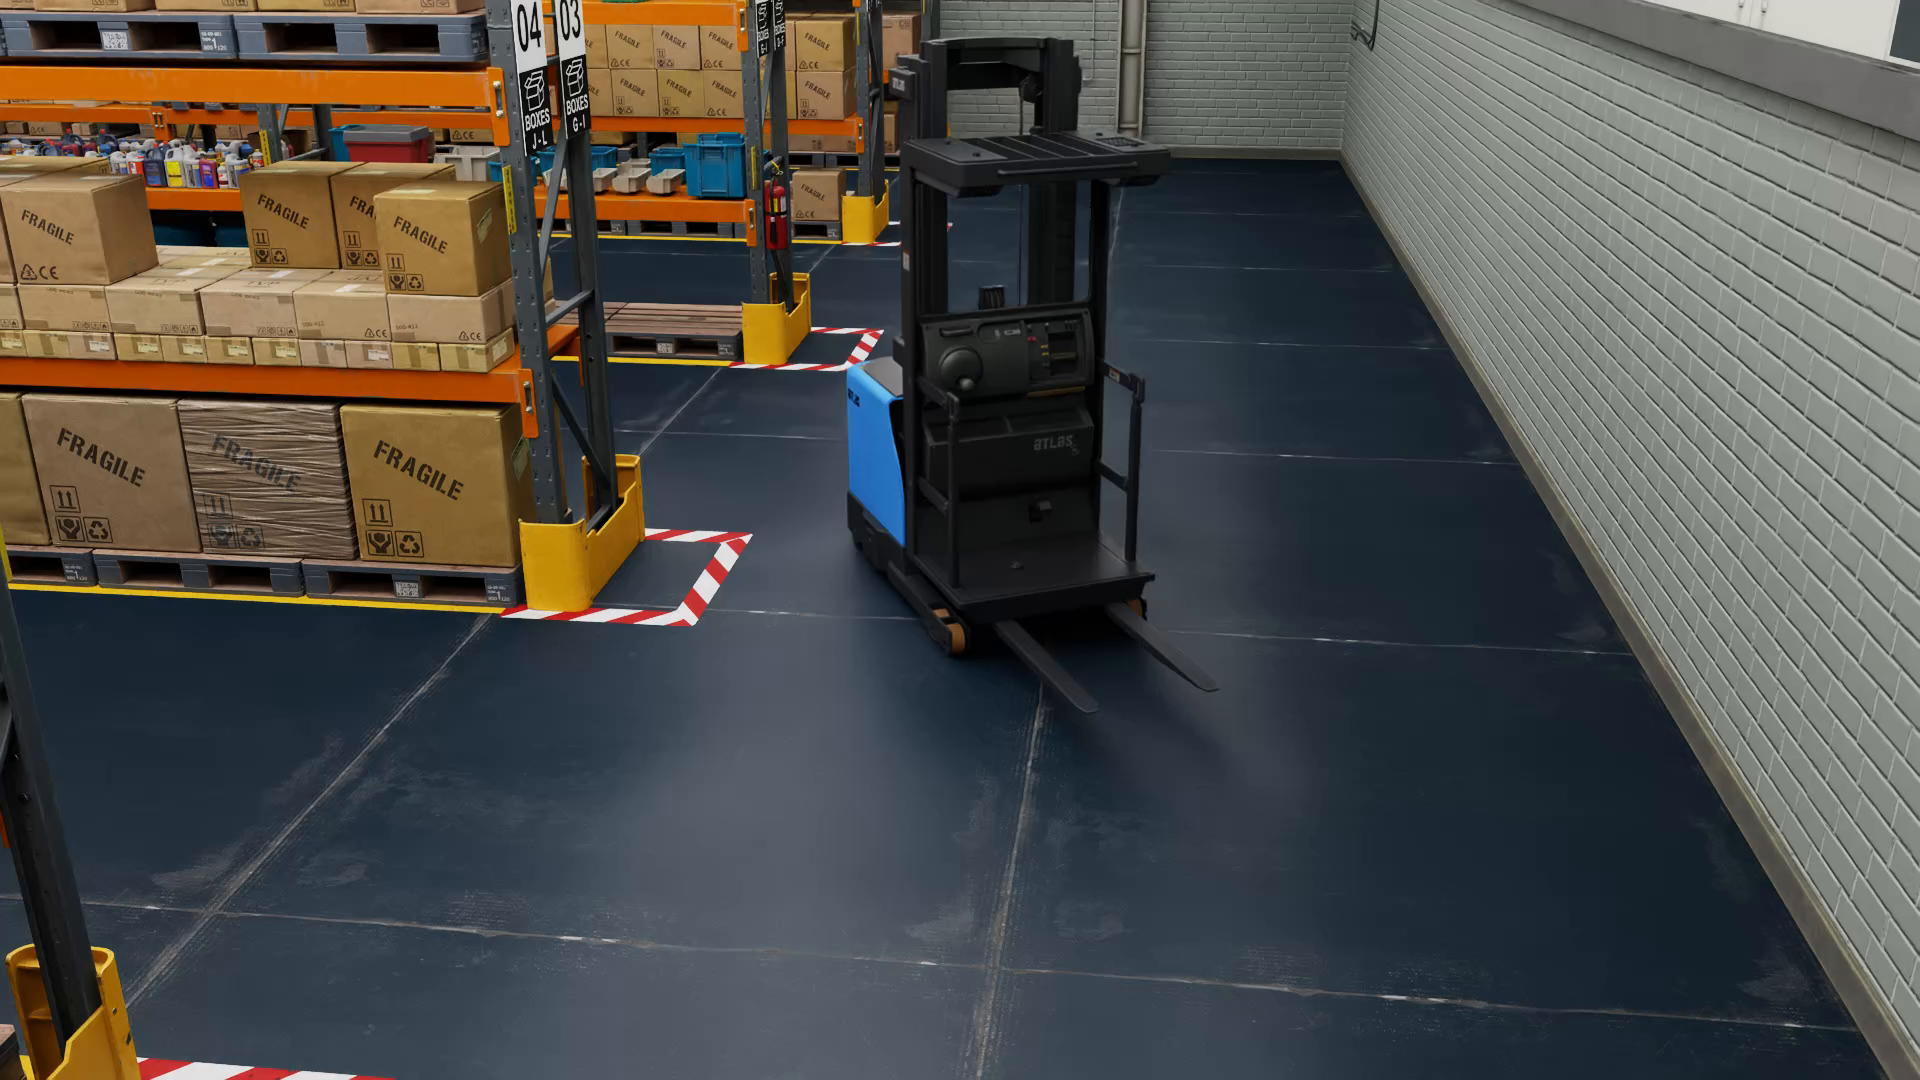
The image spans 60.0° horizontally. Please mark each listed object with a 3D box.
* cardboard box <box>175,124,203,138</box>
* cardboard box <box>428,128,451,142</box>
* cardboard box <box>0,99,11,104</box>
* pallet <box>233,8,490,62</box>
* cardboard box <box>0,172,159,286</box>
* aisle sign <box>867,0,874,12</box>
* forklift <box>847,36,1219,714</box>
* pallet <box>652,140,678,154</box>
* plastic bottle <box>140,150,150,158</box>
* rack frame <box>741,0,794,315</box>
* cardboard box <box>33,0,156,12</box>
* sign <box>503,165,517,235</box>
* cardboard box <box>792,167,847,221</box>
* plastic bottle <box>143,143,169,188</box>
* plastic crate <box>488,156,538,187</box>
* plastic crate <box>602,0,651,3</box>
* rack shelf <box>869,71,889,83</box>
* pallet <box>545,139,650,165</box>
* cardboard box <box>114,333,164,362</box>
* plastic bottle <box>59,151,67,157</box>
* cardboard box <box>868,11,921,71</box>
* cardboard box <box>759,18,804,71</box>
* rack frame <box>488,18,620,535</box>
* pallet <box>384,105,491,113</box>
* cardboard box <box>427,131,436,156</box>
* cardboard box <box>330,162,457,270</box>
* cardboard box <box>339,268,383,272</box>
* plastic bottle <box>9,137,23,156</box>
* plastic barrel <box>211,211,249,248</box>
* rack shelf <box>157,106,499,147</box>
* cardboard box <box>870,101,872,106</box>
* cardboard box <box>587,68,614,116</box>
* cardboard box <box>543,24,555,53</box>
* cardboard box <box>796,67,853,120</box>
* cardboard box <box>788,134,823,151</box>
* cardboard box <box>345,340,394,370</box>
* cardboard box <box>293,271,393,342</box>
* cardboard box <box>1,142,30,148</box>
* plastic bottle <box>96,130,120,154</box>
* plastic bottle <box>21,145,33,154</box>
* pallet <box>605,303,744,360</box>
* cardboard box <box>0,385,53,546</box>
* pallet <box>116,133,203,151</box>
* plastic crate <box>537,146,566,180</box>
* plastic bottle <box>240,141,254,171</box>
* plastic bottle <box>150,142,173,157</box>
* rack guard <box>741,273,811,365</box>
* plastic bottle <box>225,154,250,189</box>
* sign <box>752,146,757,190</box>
[{"bbox_3d":[-11.058,-6.182,24.298,0.500,0.500,0.700,2,22,5],"label":"cardboard box"},{"bbox_3d":[-7.623,-6.112,23.673,0.750,0.750,0.750,2,22,6],"label":"cardboard box"},{"bbox_3d":[-11.108,-5.324,19.190,0.500,0.500,0.500,3,22,6],"label":"cardboard box"},{"bbox_3d":[-2.880,-2.607,8.495,1.213,0.211,1.003,2,22,6],"label":"pallet"},{"bbox_3d":[-4.664,-1.656,8.829,0.500,0.500,0.500,2,22,5],"label":"cardboard box"},{"bbox_3d":[-0.941,-5.936,17.338,0.004,0.787,0.394,2,22,6],"label":"aisle sign"},{"bbox_3d":[0.332,-0.949,8.353,1.130,2.935,3.031,-8,23,-20],"label":"forklift"},{"bbox_3d":[-3.620,-5.465,23.476,1.213,0.211,1.003,2,22,6],"label":"pallet"},{"bbox_3d":[-6.828,-3.129,13.951,0.097,0.271,0.097,0,22,0],"label":"plastic bottle"},{"bbox_3d":[-1.559,-3.033,13.532,0.127,3.000,1.000,2,22,6],"label":"rack frame"},{"bbox_3d":[-4.294,-2.970,8.449,0.500,0.500,0.700,3,22,9],"label":"cardboard box"},{"bbox_3d":[-2.220,-1.676,8.202,0.005,0.325,0.100,2,22,6],"label":"sign"},{"bbox_3d":[-1.542,-3.817,18.317,0.500,0.500,0.500,2,22,6],"label":"cardboard box"},{"bbox_3d":[-6.666,-3.112,13.798,0.185,0.351,0.144,2,22,6],"label":"plastic bottle"},{"bbox_3d":[-3.629,-2.979,13.540,0.300,0.233,0.416,2,22,6],"label":"plastic crate"},{"bbox_3d":[-2.572,-4.268,12.864,0.336,0.188,0.450,2,22,6],"label":"plastic crate"},{"bbox_3d":[-2.380,-6.402,23.033,4.000,0.370,1.077,2,22,6],"label":"rack shelf"},{"bbox_3d":[-5.141,-5.533,23.647,1.213,0.211,1.003,2,22,6],"label":"pallet"},{"bbox_3d":[-4.312,-1.080,8.934,0.250,0.149,0.380,2,22,5],"label":"cardboard box"},{"bbox_3d":[-7.424,-3.098,13.855,0.133,0.283,0.061,2,22,6],"label":"plastic bottle"},{"bbox_3d":[-0.901,-6.808,22.673,0.700,0.700,0.980,3,22,9],"label":"cardboard box"},{"bbox_3d":[-1.949,-5.293,17.753,0.500,0.500,0.500,3,22,8],"label":"cardboard box"},{"bbox_3d":[-2.142,-1.225,8.958,0.127,3.000,1.000,2,22,6],"label":"rack frame"},{"bbox_3d":[-5.726,-5.000,18.768,1.213,0.211,1.003,2,22,6],"label":"pallet"},{"bbox_3d":[-6.390,-4.559,19.172,0.500,0.250,0.500,3,22,6],"label":"cardboard box"},{"bbox_3d":[-3.084,-1.783,9.150,0.500,0.500,0.500,2,22,5],"label":"cardboard box"},{"bbox_3d":[-3.104,-1.433,9.284,0.500,0.250,0.500,2,22,6],"label":"cardboard box"},{"bbox_3d":[-8.324,-3.419,14.684,0.097,0.271,0.097,0,22,0],"label":"plastic bottle"},{"bbox_3d":[-6.070,-2.456,14.354,0.708,0.901,0.600,2,22,6],"label":"plastic barrel"},{"bbox_3d":[-6.931,-4.767,18.895,4.000,0.370,1.077,2,22,6],"label":"rack shelf"},{"bbox_3d":[-1.249,-5.918,22.775,0.250,0.149,0.380,2,22,6],"label":"cardboard box"},{"bbox_3d":[-3.962,-4.919,18.165,0.500,0.500,0.500,3,22,7],"label":"cardboard box"},{"bbox_3d":[-4.510,-5.403,18.030,0.500,0.500,0.500,3,22,8],"label":"cardboard box"},{"bbox_3d":[-1.449,-4.808,17.886,0.500,0.500,0.500,3,22,8],"label":"cardboard box"},{"bbox_3d":[-2.097,-5.720,23.157,0.500,0.500,0.700,2,22,5],"label":"cardboard box"},{"bbox_3d":[-3.043,-1.025,8.795,0.250,0.149,0.380,3,22,6],"label":"cardboard box"},{"bbox_3d":[-3.158,-1.240,8.795,0.500,0.250,0.500,2,22,5],"label":"cardboard box"},{"bbox_3d":[-11.441,-4.583,19.857,0.500,0.311,0.500,2,22,6],"label":"cardboard box"},{"bbox_3d":[-7.448,-3.409,14.551,0.185,0.351,0.144,2,22,6],"label":"plastic bottle"},{"bbox_3d":[-8.227,-3.383,14.686,0.097,0.201,0.097,0,22,0],"label":"plastic bottle"},{"bbox_3d":[-2.374,-1.786,14.171,1.213,0.211,1.003,2,22,6],"label":"pallet"},{"bbox_3d":[-5.468,-0.547,9.563,0.875,0.875,0.875,2,22,6],"label":"cardboard box"},{"bbox_3d":[-11.537,-5.840,24.424,1.213,0.211,1.003,2,22,6],"label":"pallet"},{"bbox_3d":[-3.371,-3.184,14.060,0.300,0.233,0.416,2,22,6],"label":"plastic crate"},{"bbox_3d":[-6.191,-3.326,14.449,0.097,0.271,0.097,0,22,0],"label":"plastic bottle"},{"bbox_3d":[-6.884,-3.292,14.356,0.135,0.276,0.152,2,22,6],"label":"plastic bottle"},{"bbox_3d":[-1.534,-1.874,14.001,0.348,0.500,1.175,2,22,6],"label":"rack guard"},{"bbox_3d":[-5.961,-3.048,13.738,0.135,0.276,0.152,2,22,6],"label":"plastic bottle"},{"bbox_3d":[-1.608,-2.908,12.993,0.005,0.325,0.100,2,22,6],"label":"sign"}]
